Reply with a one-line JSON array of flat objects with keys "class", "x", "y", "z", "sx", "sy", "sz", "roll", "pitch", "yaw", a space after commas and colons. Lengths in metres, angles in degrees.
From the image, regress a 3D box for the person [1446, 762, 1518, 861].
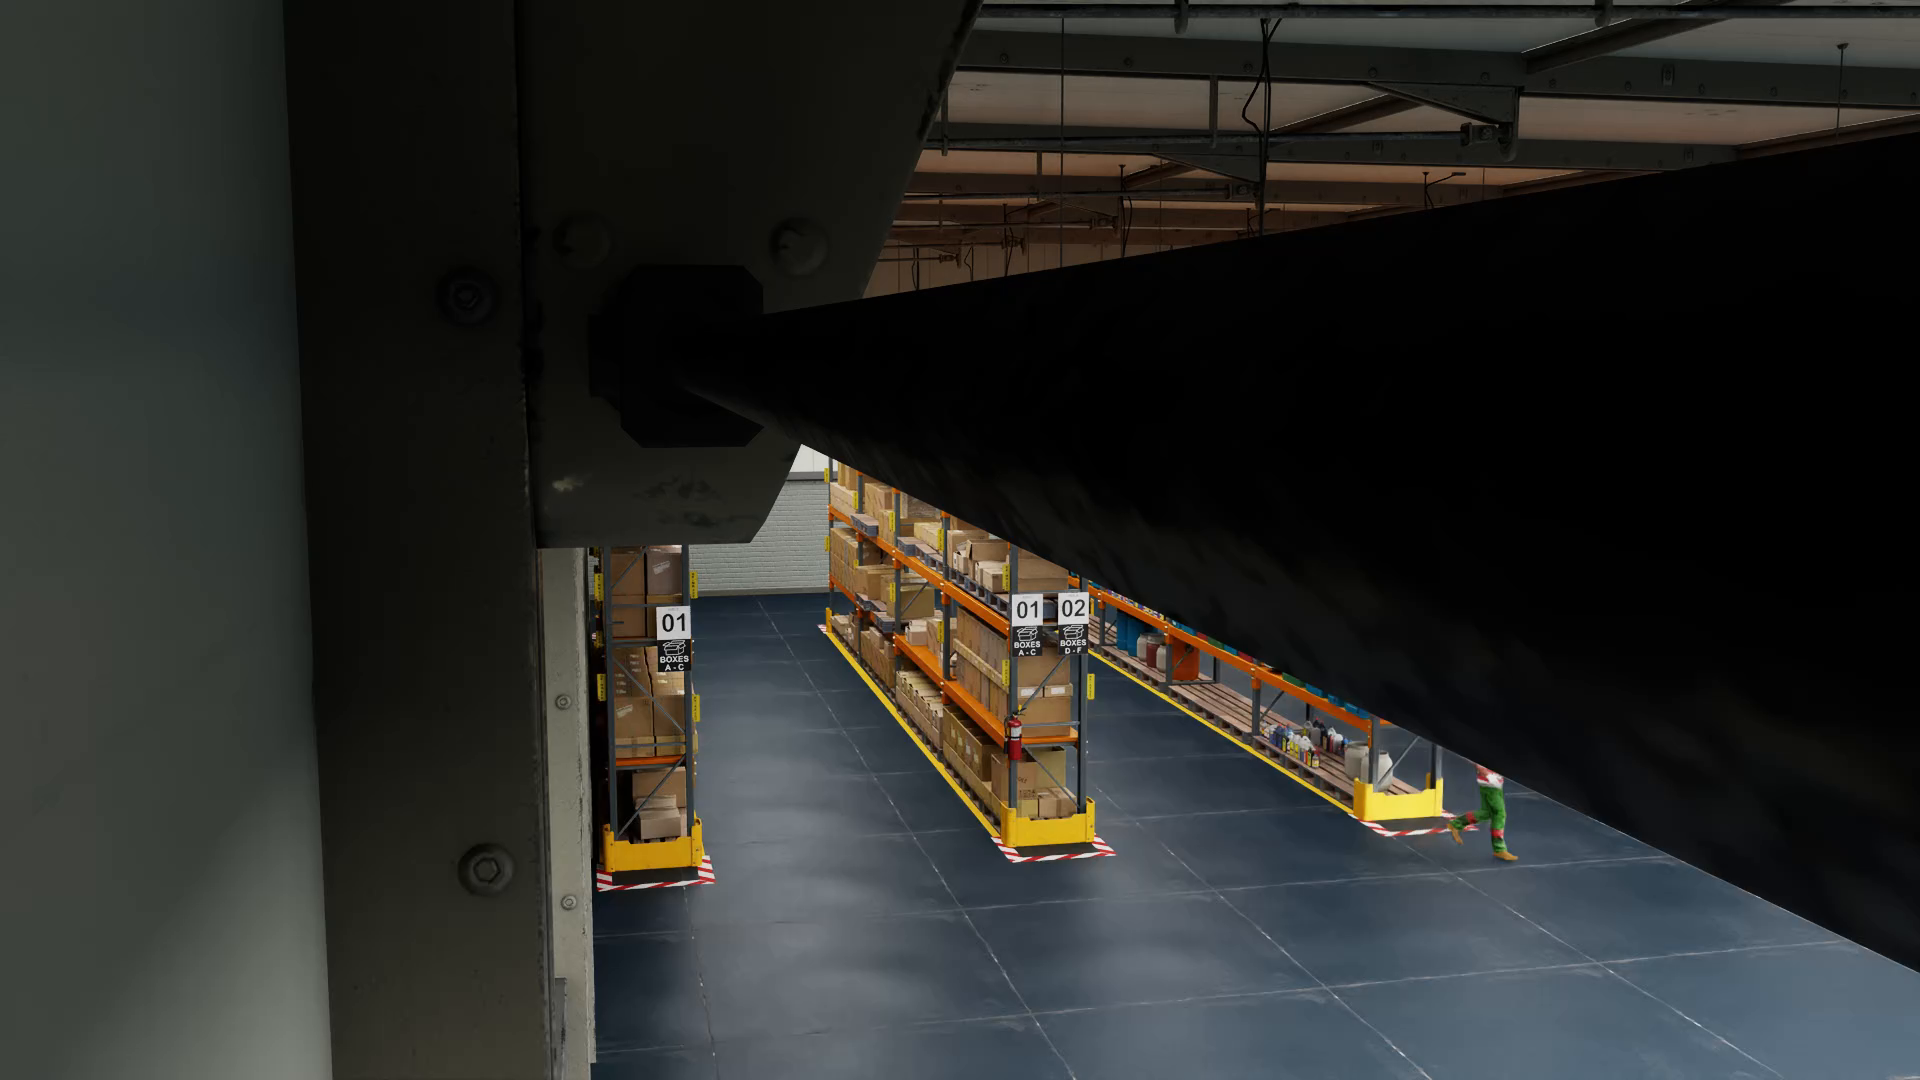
[{"class": "person", "x": 6.495, "y": 3.002, "z": 20.563, "sx": 0.882, "sy": 1.782, "sz": 0.668, "roll": 3, "pitch": 8, "yaw": 26}]
